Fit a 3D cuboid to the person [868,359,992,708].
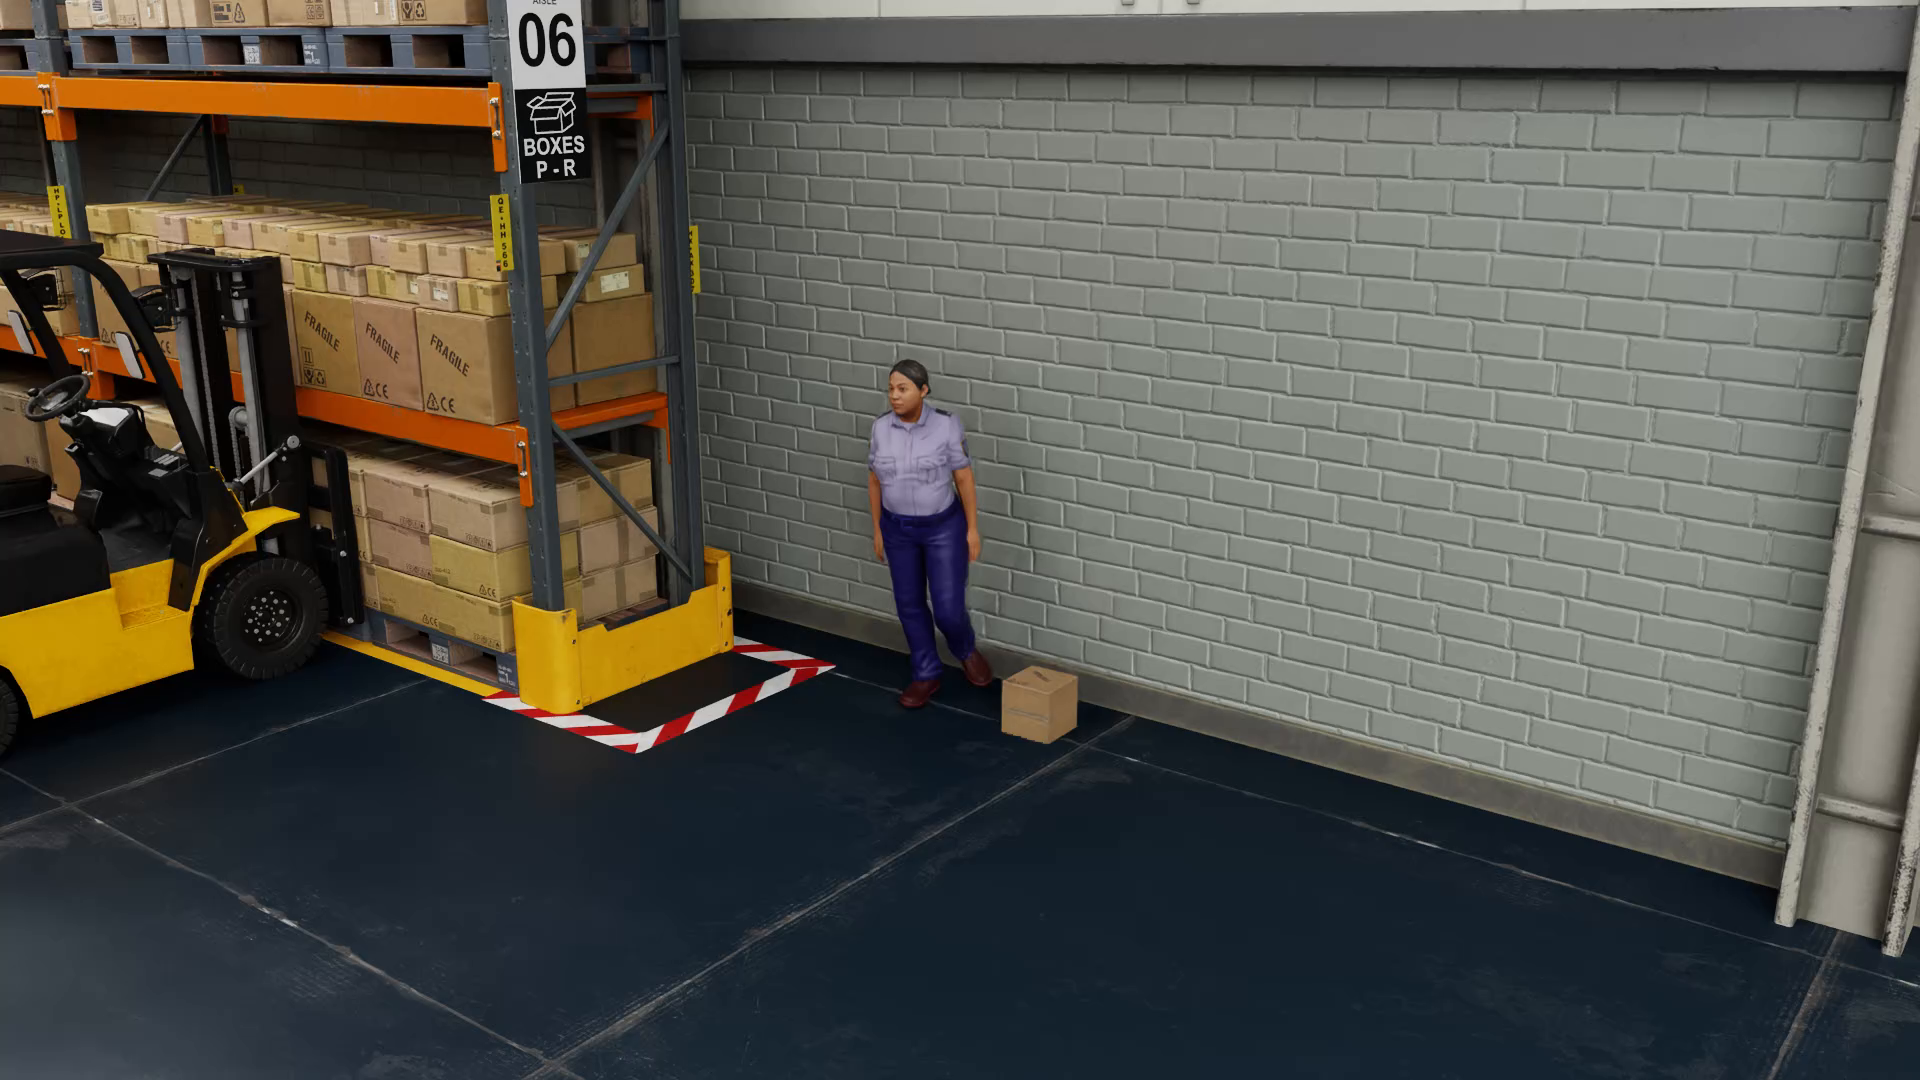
[{"bbox_3d":[-0.142,-0.035,7.661,0.557,1.642,0.485,6,18,19],"label":"person"}]
